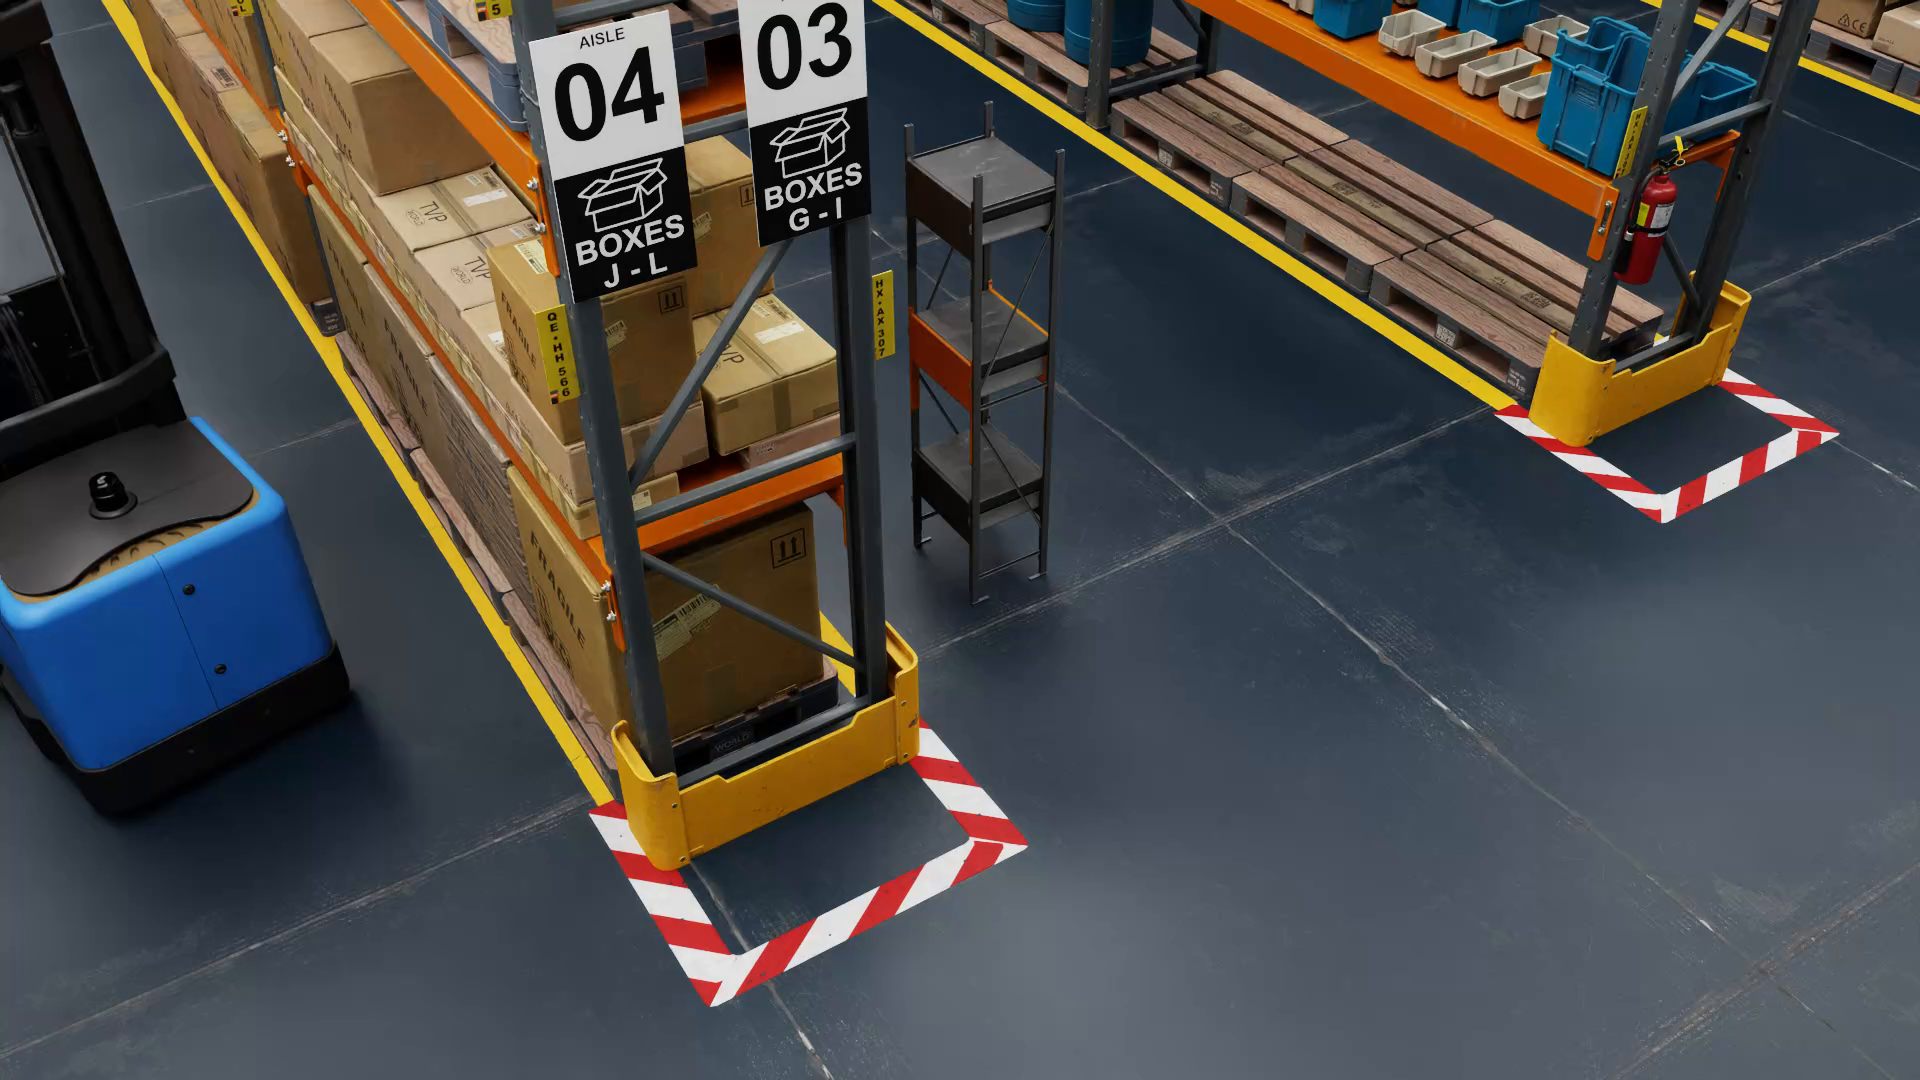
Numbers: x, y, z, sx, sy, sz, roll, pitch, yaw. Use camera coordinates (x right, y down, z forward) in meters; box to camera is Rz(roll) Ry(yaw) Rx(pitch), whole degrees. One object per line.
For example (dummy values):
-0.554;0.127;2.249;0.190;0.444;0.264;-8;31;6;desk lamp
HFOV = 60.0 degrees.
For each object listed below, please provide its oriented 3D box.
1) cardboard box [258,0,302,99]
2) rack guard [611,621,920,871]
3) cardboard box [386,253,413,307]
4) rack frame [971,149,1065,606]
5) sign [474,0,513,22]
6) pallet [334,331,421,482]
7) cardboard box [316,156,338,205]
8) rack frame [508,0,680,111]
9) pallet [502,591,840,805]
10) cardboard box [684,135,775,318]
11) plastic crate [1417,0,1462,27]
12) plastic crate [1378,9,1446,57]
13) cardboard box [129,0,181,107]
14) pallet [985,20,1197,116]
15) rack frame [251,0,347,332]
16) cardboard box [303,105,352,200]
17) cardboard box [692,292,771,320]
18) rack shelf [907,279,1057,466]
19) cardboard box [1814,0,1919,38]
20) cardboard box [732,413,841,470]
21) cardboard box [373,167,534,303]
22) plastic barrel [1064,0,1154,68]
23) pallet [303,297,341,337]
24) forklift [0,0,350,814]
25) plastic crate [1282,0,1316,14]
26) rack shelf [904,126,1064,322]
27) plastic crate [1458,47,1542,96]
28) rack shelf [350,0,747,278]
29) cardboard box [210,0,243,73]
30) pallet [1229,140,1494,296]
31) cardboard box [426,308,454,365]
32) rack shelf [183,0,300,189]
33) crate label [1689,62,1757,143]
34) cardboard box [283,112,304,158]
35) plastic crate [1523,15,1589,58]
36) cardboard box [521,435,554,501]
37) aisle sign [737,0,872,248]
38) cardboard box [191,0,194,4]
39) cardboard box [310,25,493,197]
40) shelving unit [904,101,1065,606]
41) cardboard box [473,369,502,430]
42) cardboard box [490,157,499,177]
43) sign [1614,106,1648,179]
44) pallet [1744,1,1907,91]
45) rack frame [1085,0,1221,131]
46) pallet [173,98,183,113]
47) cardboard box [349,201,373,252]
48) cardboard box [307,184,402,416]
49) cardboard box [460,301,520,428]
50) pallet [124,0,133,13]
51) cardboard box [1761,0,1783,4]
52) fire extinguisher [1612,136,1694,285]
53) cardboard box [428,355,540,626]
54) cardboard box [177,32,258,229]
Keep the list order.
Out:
-2.845;-2.354;7.531;0.500;0.500;0.500;-22;45;-24;cardboard box
-0.723;0.776;6.428;1.175;0.500;0.348;-22;45;-24;rack guard
-2.169;-1.144;6.976;0.380;0.149;0.250;-24;45;-26;cardboard box
0.220;-0.586;6.813;0.400;2.100;0.015;-22;45;-24;rack frame
-1.201;-1.480;4.210;0.100;0.325;0.005;-22;45;-24;sign
-2.544;-0.847;8.602;1.003;0.211;1.213;-22;45;-24;pallet
-2.725;-1.701;7.645;0.380;0.149;0.250;-21;44;-23;cardboard box
-0.736;-2.502;3.723;1.000;3.000;0.127;-22;45;-24;rack frame
-1.232;0.470;7.021;1.003;0.211;1.213;-22;45;-24;pallet
-1.035;-1.164;6.102;0.500;0.500;0.500;-23;45;-25;cardboard box
2.715;-2.980;9.067;0.416;0.233;0.300;-22;45;-24;plastic crate
2.360;-2.658;8.756;0.298;0.136;0.250;-22;45;-24;plastic crate
-4.684;-3.480;10.915;1.225;0.875;0.875;-24;46;-26;cardboard box
0.909;-3.420;11.690;1.003;0.211;1.213;-22;45;-24;pallet
-2.887;-2.356;8.234;1.000;3.000;0.127;-22;45;-24;rack frame
-2.592;-1.799;7.450;0.500;0.250;0.500;-22;45;-25;cardboard box
-1.052;-0.884;6.352;0.500;0.250;0.500;-23;45;-25;cardboard box
0.089;-0.707;6.979;0.431;0.518;0.480;-22;45;-24;rack shelf
6.482;-3.961;11.767;0.797;0.503;0.637;-22;45;-24;cardboard box
-0.649;-0.406;6.090;0.380;0.149;0.250;-22;44;-24;cardboard box
-2.050;-1.252;6.794;0.500;0.250;0.500;-22;45;-24;cardboard box
1.011;-3.715;11.177;0.600;0.901;0.708;-22;45;-24;plastic barrel
-3.365;-1.675;9.595;1.003;0.211;1.213;-22;45;-24;pallet
-3.906;-0.927;6.573;1.130;2.935;3.031;-31;49;-32;forklift
1.955;-3.151;9.234;0.437;0.282;0.530;-22;45;-24;plastic crate
0.089;-1.245;6.531;0.431;0.518;0.480;-22;45;-24;rack shelf
2.705;-2.363;8.401;0.396;0.136;0.243;-22;45;-24;plastic crate
-1.812;-2.152;6.209;1.077;0.370;4.000;-22;45;-24;rack shelf
-3.629;-2.822;8.716;0.500;0.500;0.500;-21;44;-23;cardboard box
2.377;-1.947;9.921;1.003;0.211;1.213;-22;45;-24;pallet
-1.896;-0.870;6.647;0.380;0.149;0.250;-22;45;-24;cardboard box
-3.962;-3.159;9.760;1.077;0.370;4.000;-22;45;-24;rack shelf
3.585;-2.107;8.019;0.416;0.233;0.303;-22;45;-24;crate label
-3.008;-1.985;7.986;0.380;0.149;0.250;-22;45;-24;cardboard box
3.117;-2.638;8.732;0.250;0.136;0.298;-22;45;-24;plastic crate
-1.346;-0.319;5.986;0.380;0.149;0.250;-22;44;-24;cardboard box
-0.445;-1.260;4.888;0.394;0.787;0.004;-22;45;-24;aisle sign
-4.181;-3.374;9.378;0.500;0.500;0.500;-22;45;-24;cardboard box
-2.303;-1.806;6.874;0.500;0.500;0.500;-24;45;-26;cardboard box
0.089;-0.717;6.971;0.431;2.100;0.503;-22;45;-24;shelving unit
-1.615;-0.591;6.312;0.380;0.149;0.250;-21;44;-24;cardboard box
-1.873;-1.711;7.345;0.500;0.250;0.500;-21;44;-24;cardboard box
2.985;-1.766;7.399;0.100;0.325;0.005;-22;45;-24;sign
6.496;-3.662;11.980;1.003;0.211;1.213;-22;45;-24;pallet
1.289;-4.061;10.280;1.000;3.000;0.127;-22;45;-24;rack frame
-4.677;-2.992;11.176;1.003;0.211;1.213;-22;45;-24;pallet
-2.444;-1.422;7.310;0.380;0.149;0.250;-23;45;-25;cardboard box
-2.600;-1.317;8.319;0.875;0.875;0.875;-22;45;-24;cardboard box
-1.493;-0.698;6.129;0.500;0.250;0.500;-23;45;-25;cardboard box
-6.109;-4.524;13.014;1.003;0.211;1.213;-22;45;-24;pallet
5.984;-4.080;12.173;0.380;0.166;0.250;-22;45;-24;cardboard box
3.138;-1.491;7.548;0.296;0.674;0.183;-22;45;-24;fire extinguisher
-1.637;-0.351;7.160;0.875;0.875;0.875;-22;45;-24;cardboard box
-3.729;-2.522;9.765;1.225;0.875;0.875;-24;45;-26;cardboard box
